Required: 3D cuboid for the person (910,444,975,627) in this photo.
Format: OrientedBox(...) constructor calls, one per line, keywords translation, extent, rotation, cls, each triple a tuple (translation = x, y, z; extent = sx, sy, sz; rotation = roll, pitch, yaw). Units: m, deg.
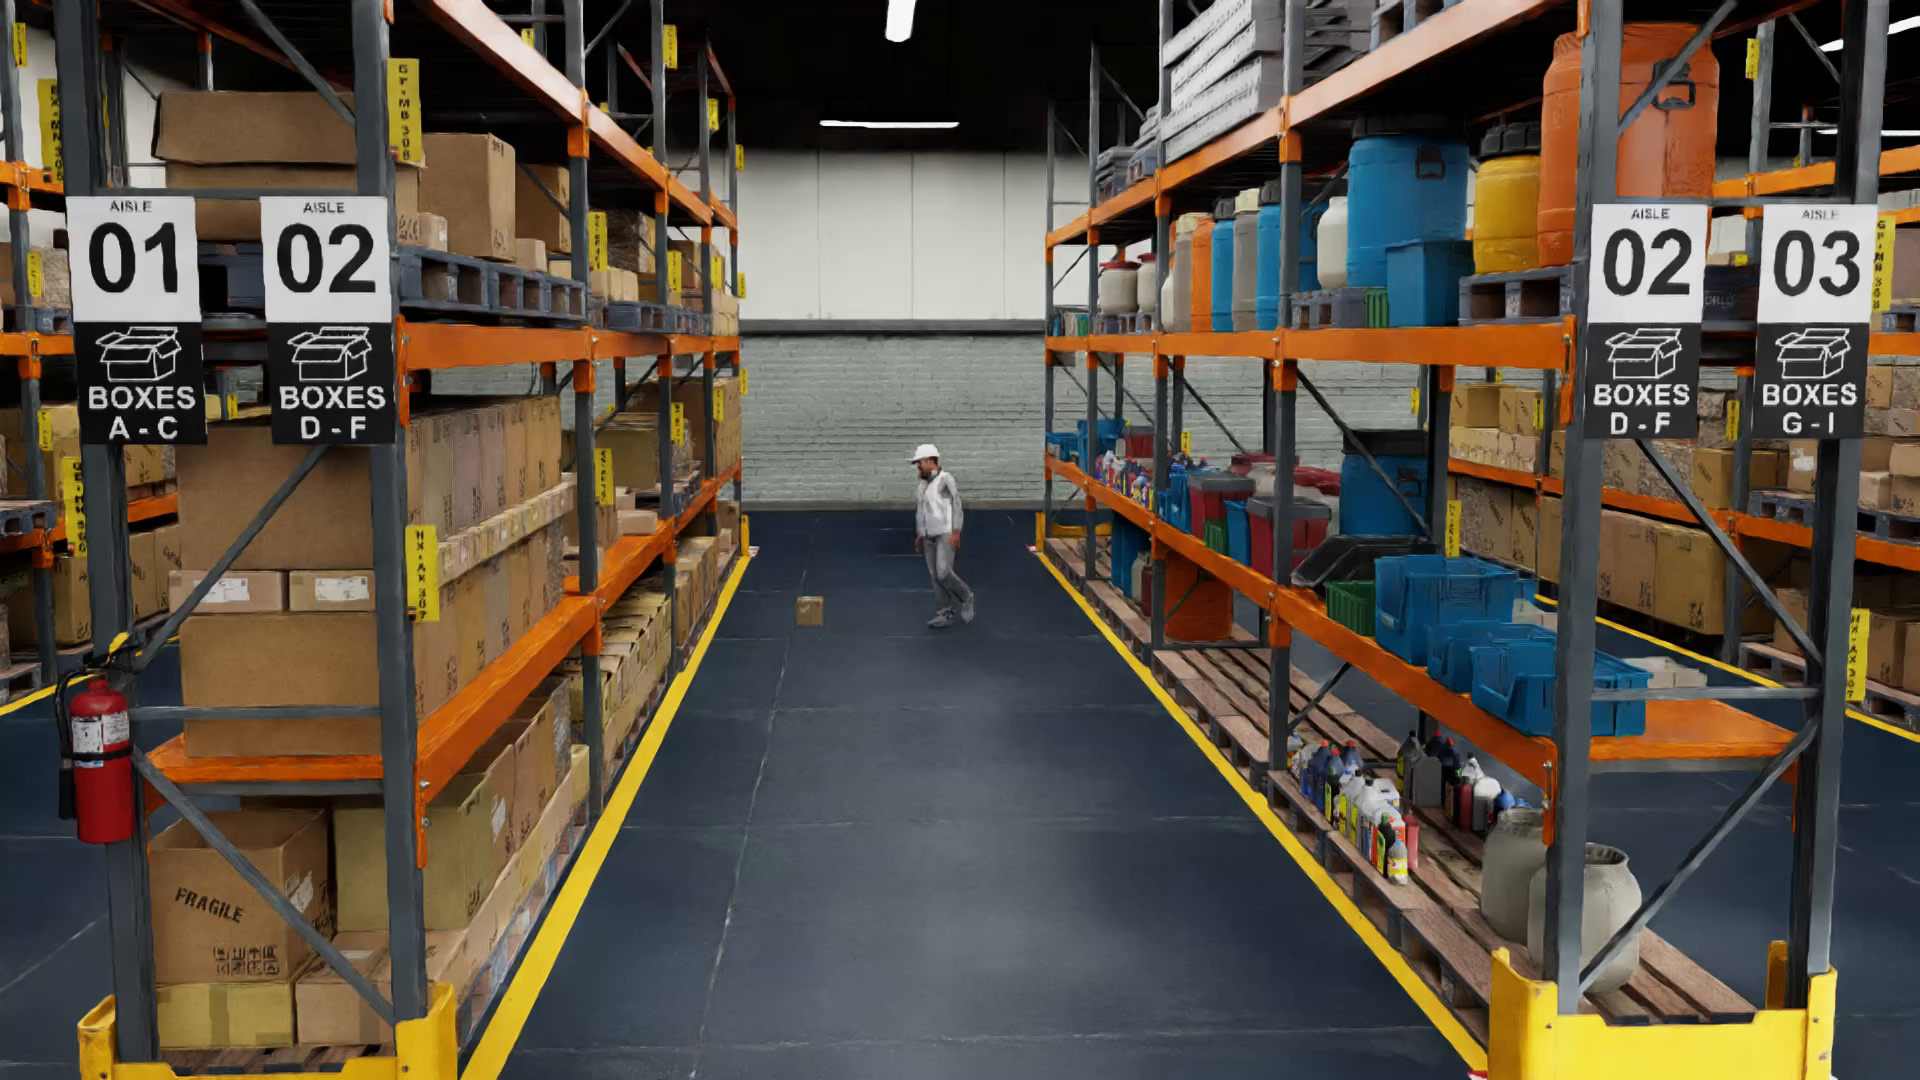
OrientedBox(translation=(-0.183, -0.054, 16.112), extent=(0.592, 1.751, 0.523), rotation=(7, 10, 45), cls="person")
